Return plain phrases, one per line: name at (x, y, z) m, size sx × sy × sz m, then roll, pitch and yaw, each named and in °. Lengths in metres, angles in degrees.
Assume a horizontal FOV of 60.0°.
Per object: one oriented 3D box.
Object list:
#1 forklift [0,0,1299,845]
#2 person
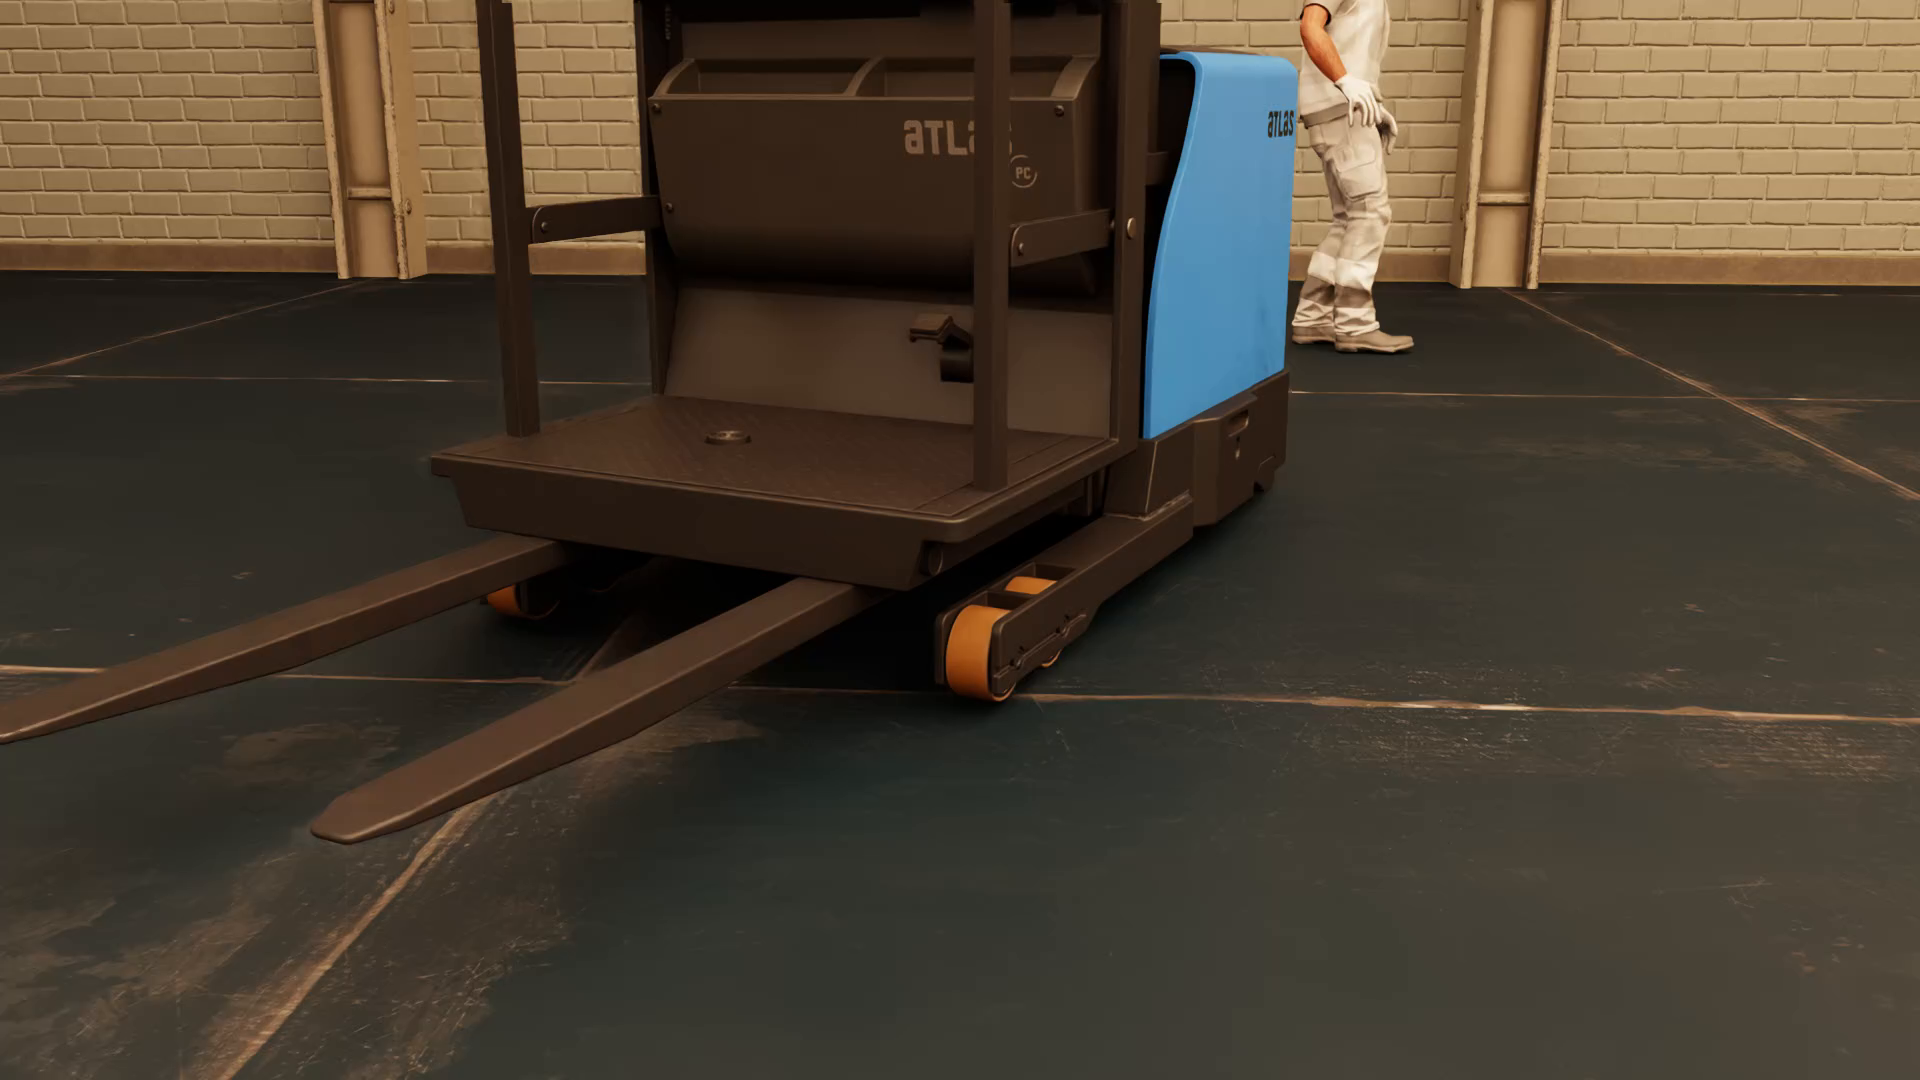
forklift at (-0.274, -1.271, 2.903) m, size 1.130 × 2.935 × 3.031 m, roll 8°, pitch 17°, yaw 26°
person at (1.566, -1.629, 6.461) m, size 0.505 × 1.757 × 0.749 m, roll 4°, pitch 16°, yaw 15°
